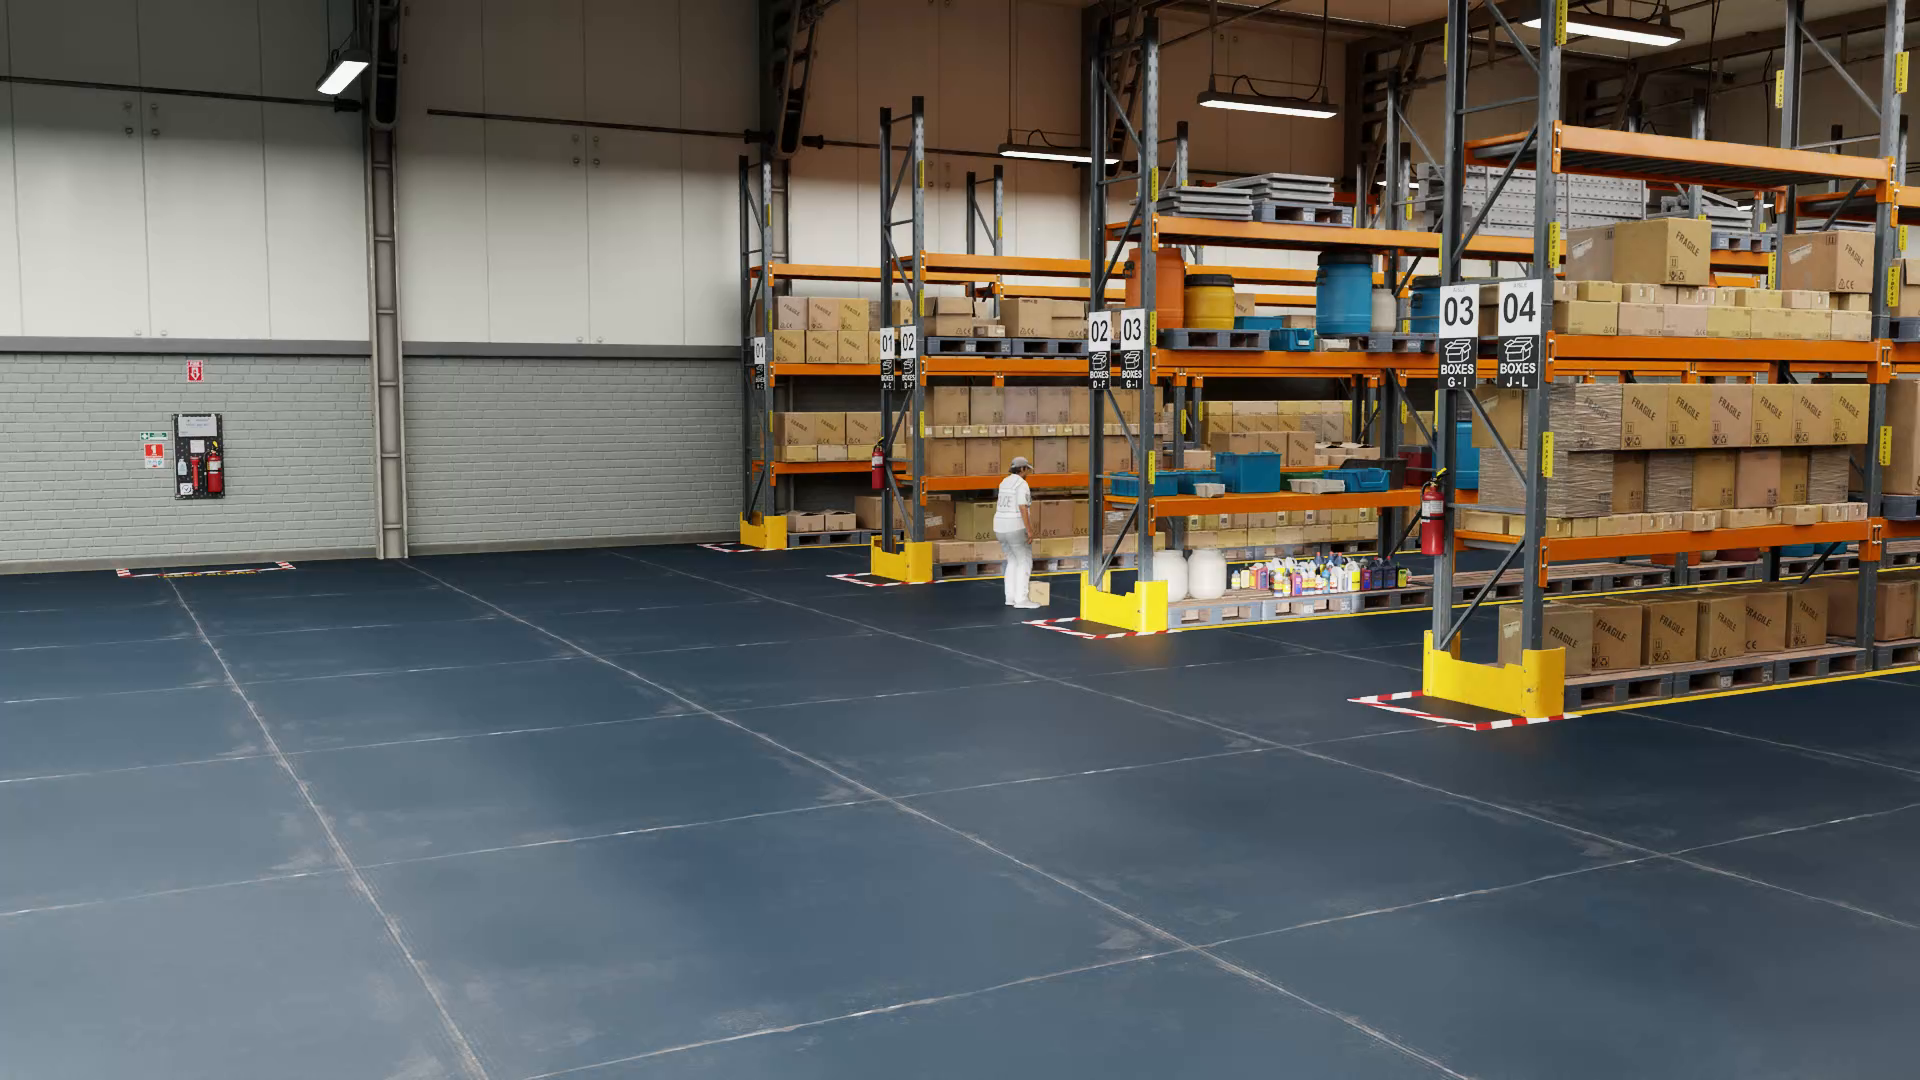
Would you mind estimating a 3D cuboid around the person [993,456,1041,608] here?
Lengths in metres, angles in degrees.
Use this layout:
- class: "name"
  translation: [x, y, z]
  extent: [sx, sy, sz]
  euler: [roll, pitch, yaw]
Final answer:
- class: "person"
  translation: [0.637, -0.093, 18.497]
  extent: [0.463, 1.667, 0.563]
  euler: [-3, 6, -31]
